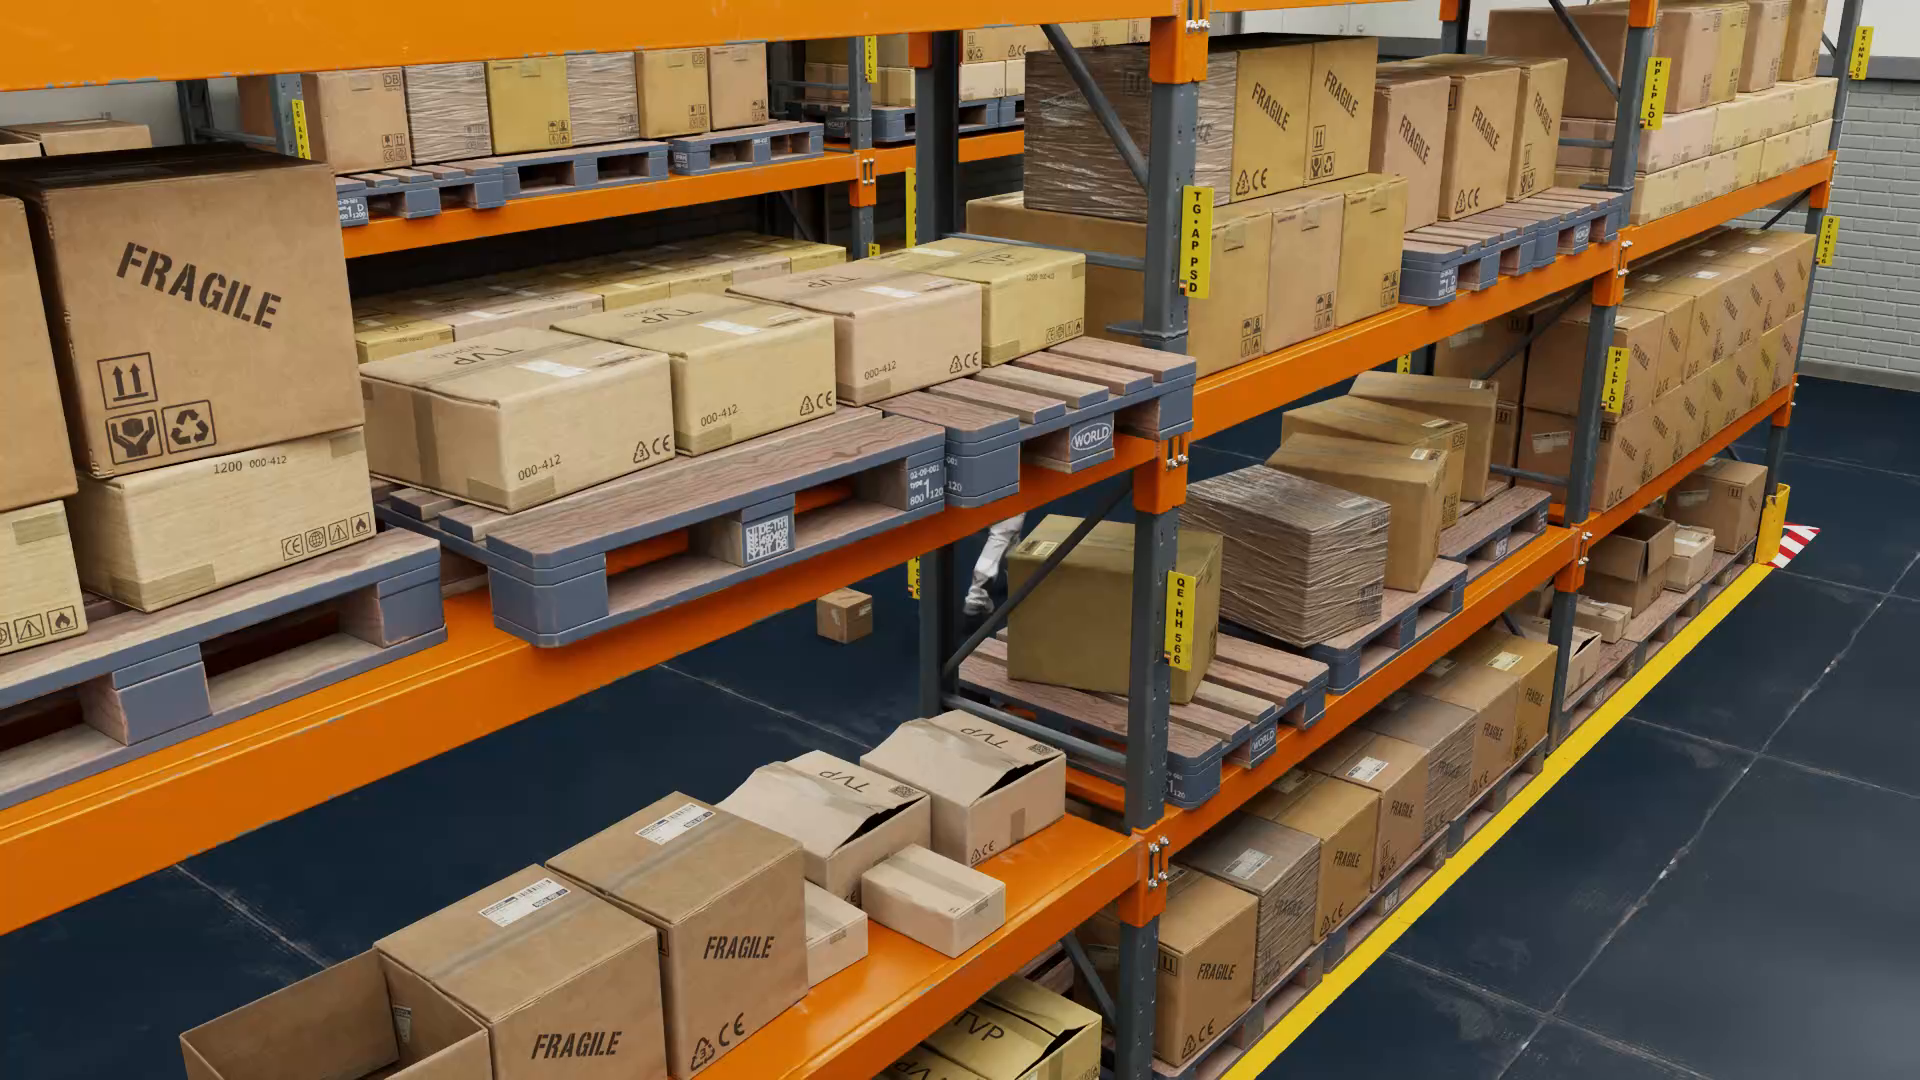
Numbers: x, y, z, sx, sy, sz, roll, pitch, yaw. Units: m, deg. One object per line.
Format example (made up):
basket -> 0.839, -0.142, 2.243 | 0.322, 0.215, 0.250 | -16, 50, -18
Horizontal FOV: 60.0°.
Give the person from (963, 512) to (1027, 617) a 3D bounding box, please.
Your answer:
person -> 0.279, -0.405, 10.684 | 0.520, 1.744, 1.090 | 12, 23, 30
